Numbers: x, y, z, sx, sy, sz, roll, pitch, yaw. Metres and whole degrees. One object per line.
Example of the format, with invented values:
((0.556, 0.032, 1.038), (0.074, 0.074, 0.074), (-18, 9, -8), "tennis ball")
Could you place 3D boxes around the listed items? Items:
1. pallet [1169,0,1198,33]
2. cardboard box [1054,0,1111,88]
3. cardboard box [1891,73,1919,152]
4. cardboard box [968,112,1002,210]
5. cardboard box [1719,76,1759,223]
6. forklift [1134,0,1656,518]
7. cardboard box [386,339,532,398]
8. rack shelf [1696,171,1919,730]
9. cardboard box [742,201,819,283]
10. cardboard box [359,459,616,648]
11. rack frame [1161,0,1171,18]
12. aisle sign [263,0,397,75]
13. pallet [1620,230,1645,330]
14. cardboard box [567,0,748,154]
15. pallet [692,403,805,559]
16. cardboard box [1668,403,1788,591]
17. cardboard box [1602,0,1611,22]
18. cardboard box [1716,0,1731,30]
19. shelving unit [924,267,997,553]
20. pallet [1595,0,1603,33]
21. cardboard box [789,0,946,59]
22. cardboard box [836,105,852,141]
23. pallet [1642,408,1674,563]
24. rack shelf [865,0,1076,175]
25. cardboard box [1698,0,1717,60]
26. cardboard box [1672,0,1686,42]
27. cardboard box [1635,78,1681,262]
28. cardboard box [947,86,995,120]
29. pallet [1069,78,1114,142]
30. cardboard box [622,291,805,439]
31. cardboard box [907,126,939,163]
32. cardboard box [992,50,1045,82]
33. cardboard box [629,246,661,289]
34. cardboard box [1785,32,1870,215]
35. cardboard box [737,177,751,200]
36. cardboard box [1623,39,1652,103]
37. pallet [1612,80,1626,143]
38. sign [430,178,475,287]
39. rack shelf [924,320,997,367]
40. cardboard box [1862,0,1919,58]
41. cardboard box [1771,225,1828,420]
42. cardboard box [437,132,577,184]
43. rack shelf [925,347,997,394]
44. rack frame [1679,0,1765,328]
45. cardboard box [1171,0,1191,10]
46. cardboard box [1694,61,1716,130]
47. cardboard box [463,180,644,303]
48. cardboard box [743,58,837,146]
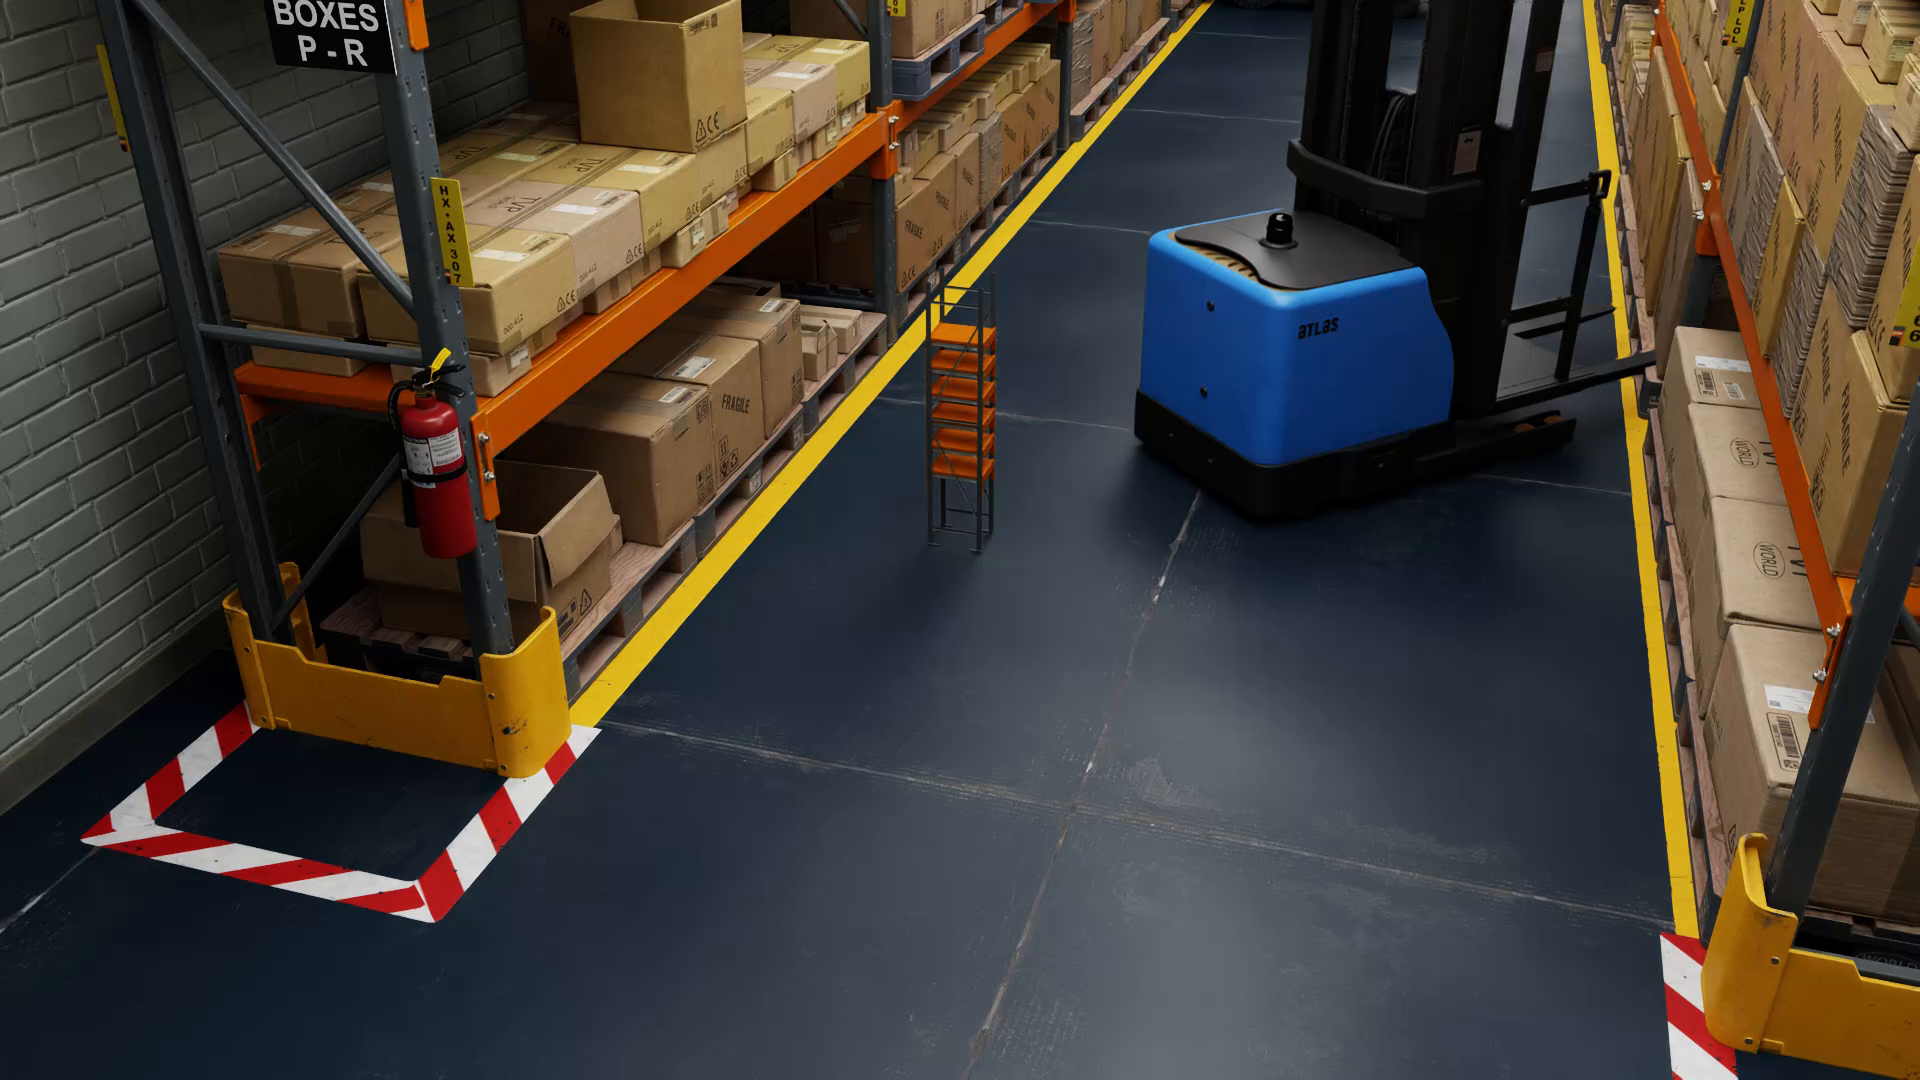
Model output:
((1.779, -5.325, 16.605), (1.003, 0.211, 1.213), (8, 30, 15), "pallet")
((0.712, -4.060, 13.473), (0.875, 0.625, 0.625), (9, 30, 17), "cardboard box")
((2.690, -1.110, 4.361), (0.380, 0.149, 0.250), (8, 30, 14), "cardboard box")
((-0.029, -2.466, 10.737), (0.500, 0.500, 0.500), (7, 30, 13), "cardboard box")
((3.516, -1.619, 6.971), (0.500, 0.500, 0.500), (9, 30, 17), "cardboard box")
((2.382, -1.881, 7.616), (3.031, 2.935, 1.130), (-15, 32, -25), "forklift")
((-1.658, -0.607, 5.514), (0.380, 0.149, 0.250), (8, 30, 14), "cardboard box")
((3.317, -0.512, 5.825), (1.077, 0.370, 4.000), (8, 30, 15), "rack shelf")
((-0.981, -1.824, 9.582), (0.500, 0.500, 0.500), (8, 30, 15), "cardboard box")
((-1.746, 0.033, 6.241), (0.797, 0.503, 0.637), (7, 30, 13), "cardboard box")
((1.506, -6.180, 15.274), (1.000, 3.000, 0.127), (8, 30, 15), "rack frame")
((-1.756, -1.666, 4.485), (0.394, 0.787, 0.004), (8, 30, 15), "aisle sign")
((4.414, -1.475, 9.685), (1.003, 0.211, 1.213), (8, 30, 15), "pallet")
((-1.186, -1.865, 6.594), (0.500, 0.500, 0.500), (9, 30, 16), "cardboard box")
((-1.401, -0.356, 7.673), (1.003, 0.211, 1.213), (8, 30, 15), "pallet")
((3.355, -0.127, 6.596), (0.875, 0.438, 0.875), (8, 30, 13), "cardboard box")
((6.315, -5.017, 15.580), (0.500, 0.250, 0.500), (8, 30, 14), "cardboard box")
((3.940, -2.721, 7.925), (0.500, 0.500, 0.500), (9, 30, 16), "cardboard box")
((0.004, -0.531, 6.970), (0.258, 1.200, 0.189), (8, 30, 15), "shelving unit")
((6.772, -5.141, 16.274), (1.003, 0.211, 1.213), (8, 30, 15), "pallet")
((-0.487, -2.882, 8.811), (0.700, 0.500, 0.500), (9, 30, 16), "cardboard box")
((-0.750, -2.044, 8.097), (0.380, 0.149, 0.250), (9, 30, 16), "cardboard box")
((3.606, -0.195, 7.383), (1.003, 0.211, 1.213), (8, 30, 15), "pallet")
((-0.255, -3.077, 10.436), (1.077, 0.370, 4.000), (8, 30, 15), "rack shelf")
((4.087, -2.623, 8.520), (0.500, 0.250, 0.500), (9, 30, 16), "cardboard box")
((4.560, -3.116, 9.921), (0.500, 0.250, 0.500), (8, 30, 13), "cardboard box")
((4.530, -2.147, 9.777), (0.875, 0.875, 0.875), (9, 30, 15), "cardboard box")
((0.013, -2.818, 10.702), (0.380, 0.149, 0.250), (7, 30, 12), "cardboard box")
((0.611, -3.480, 13.288), (1.003, 0.211, 1.213), (8, 30, 15), "pallet")
((-1.154, -0.839, 7.813), (0.700, 0.500, 0.500), (7, 30, 13), "cardboard box")
((-0.343, -2.356, 9.871), (0.380, 0.149, 0.250), (8, 30, 14), "cardboard box")
((0.378, -3.299, 11.567), (0.380, 0.149, 0.250), (7, 30, 12), "cardboard box")
((-1.378, -1.092, 6.386), (0.380, 0.149, 0.250), (9, 30, 16), "cardboard box")
((3.067, -1.345, 5.451), (0.500, 0.500, 0.500), (8, 30, 14), "cardboard box")
((-1.137, -1.575, 7.254), (0.380, 0.149, 0.250), (9, 30, 16), "cardboard box")
((5.690, -3.607, 12.919), (0.950, 0.372, 0.625), (10, 30, 17), "cardboard box")
((5.669, -3.324, 13.008), (1.003, 0.211, 1.213), (8, 30, 15), "pallet")
((-1.498, -0.904, 4.900), (0.100, 0.325, 0.005), (8, 30, 15), "sign")
((0.004, -0.807, 6.817), (0.258, 0.103, 0.180), (8, 30, 15), "rack shelf")
((3.061, -1.576, 5.200), (0.380, 0.149, 0.250), (9, 30, 16), "cardboard box")
((2.922, -0.674, 5.273), (0.500, 0.500, 0.500), (9, 30, 16), "cardboard box")
((-1.833, -1.388, 6.508), (0.500, 0.250, 0.500), (9, 30, 16), "cardboard box")
((0.004, -0.702, 6.875), (0.258, 0.103, 0.180), (8, 30, 15), "rack shelf")
((3.904, -1.756, 7.321), (1.000, 3.000, 0.127), (8, 30, 15), "rack frame")
((1.964, -5.340, 16.159), (0.500, 0.250, 0.500), (9, 30, 15), "cardboard box")
((3.945, -2.171, 8.222), (0.500, 0.250, 0.500), (8, 30, 14), "cardboard box")
((-1.478, -1.075, 5.944), (0.500, 0.250, 0.500), (9, 30, 15), "cardboard box")
((-0.892, -2.020, 7.644), (0.500, 0.250, 0.500), (9, 30, 15), "cardboard box")
